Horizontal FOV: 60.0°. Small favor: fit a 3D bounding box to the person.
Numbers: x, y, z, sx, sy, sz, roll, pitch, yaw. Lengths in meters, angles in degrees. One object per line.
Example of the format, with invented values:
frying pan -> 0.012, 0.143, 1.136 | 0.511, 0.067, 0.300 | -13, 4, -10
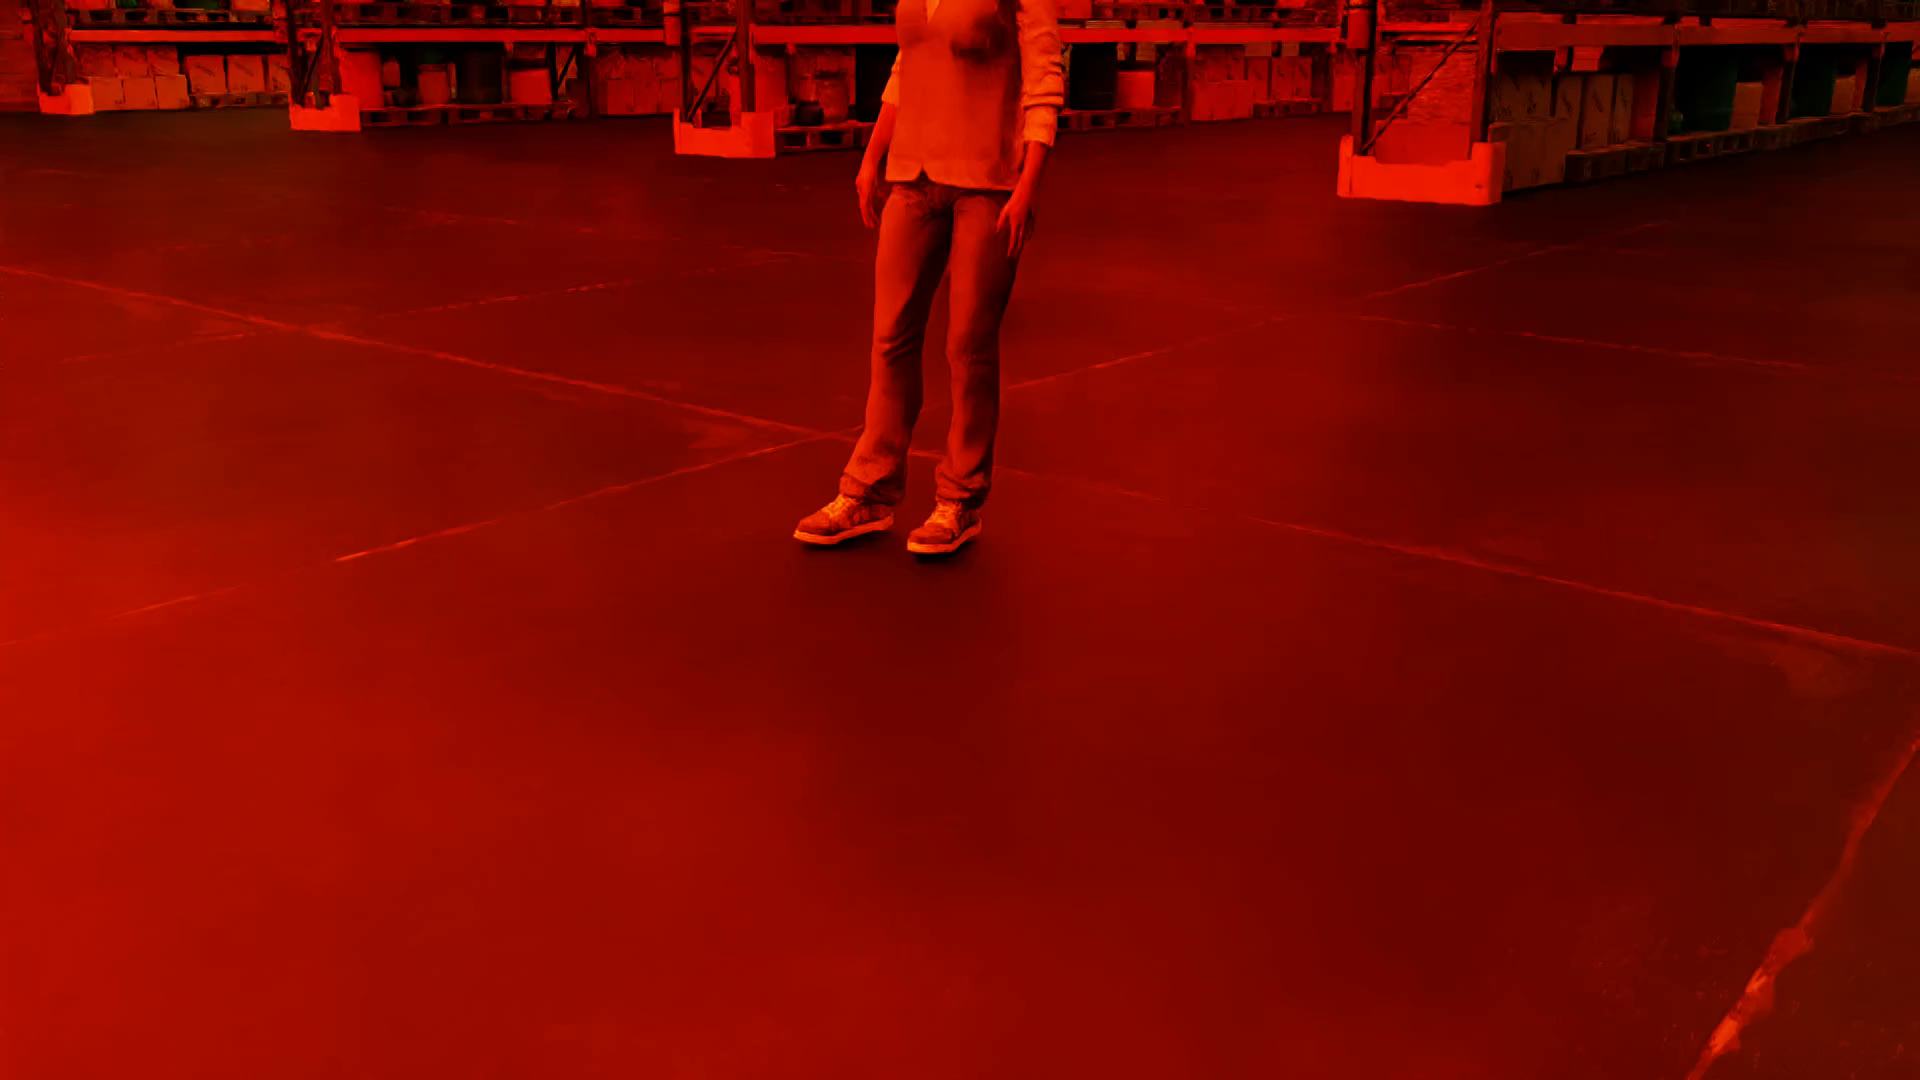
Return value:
person -> -0.058, -0.757, 3.662 | 0.521, 1.597, 0.474 | 13, 21, 37
